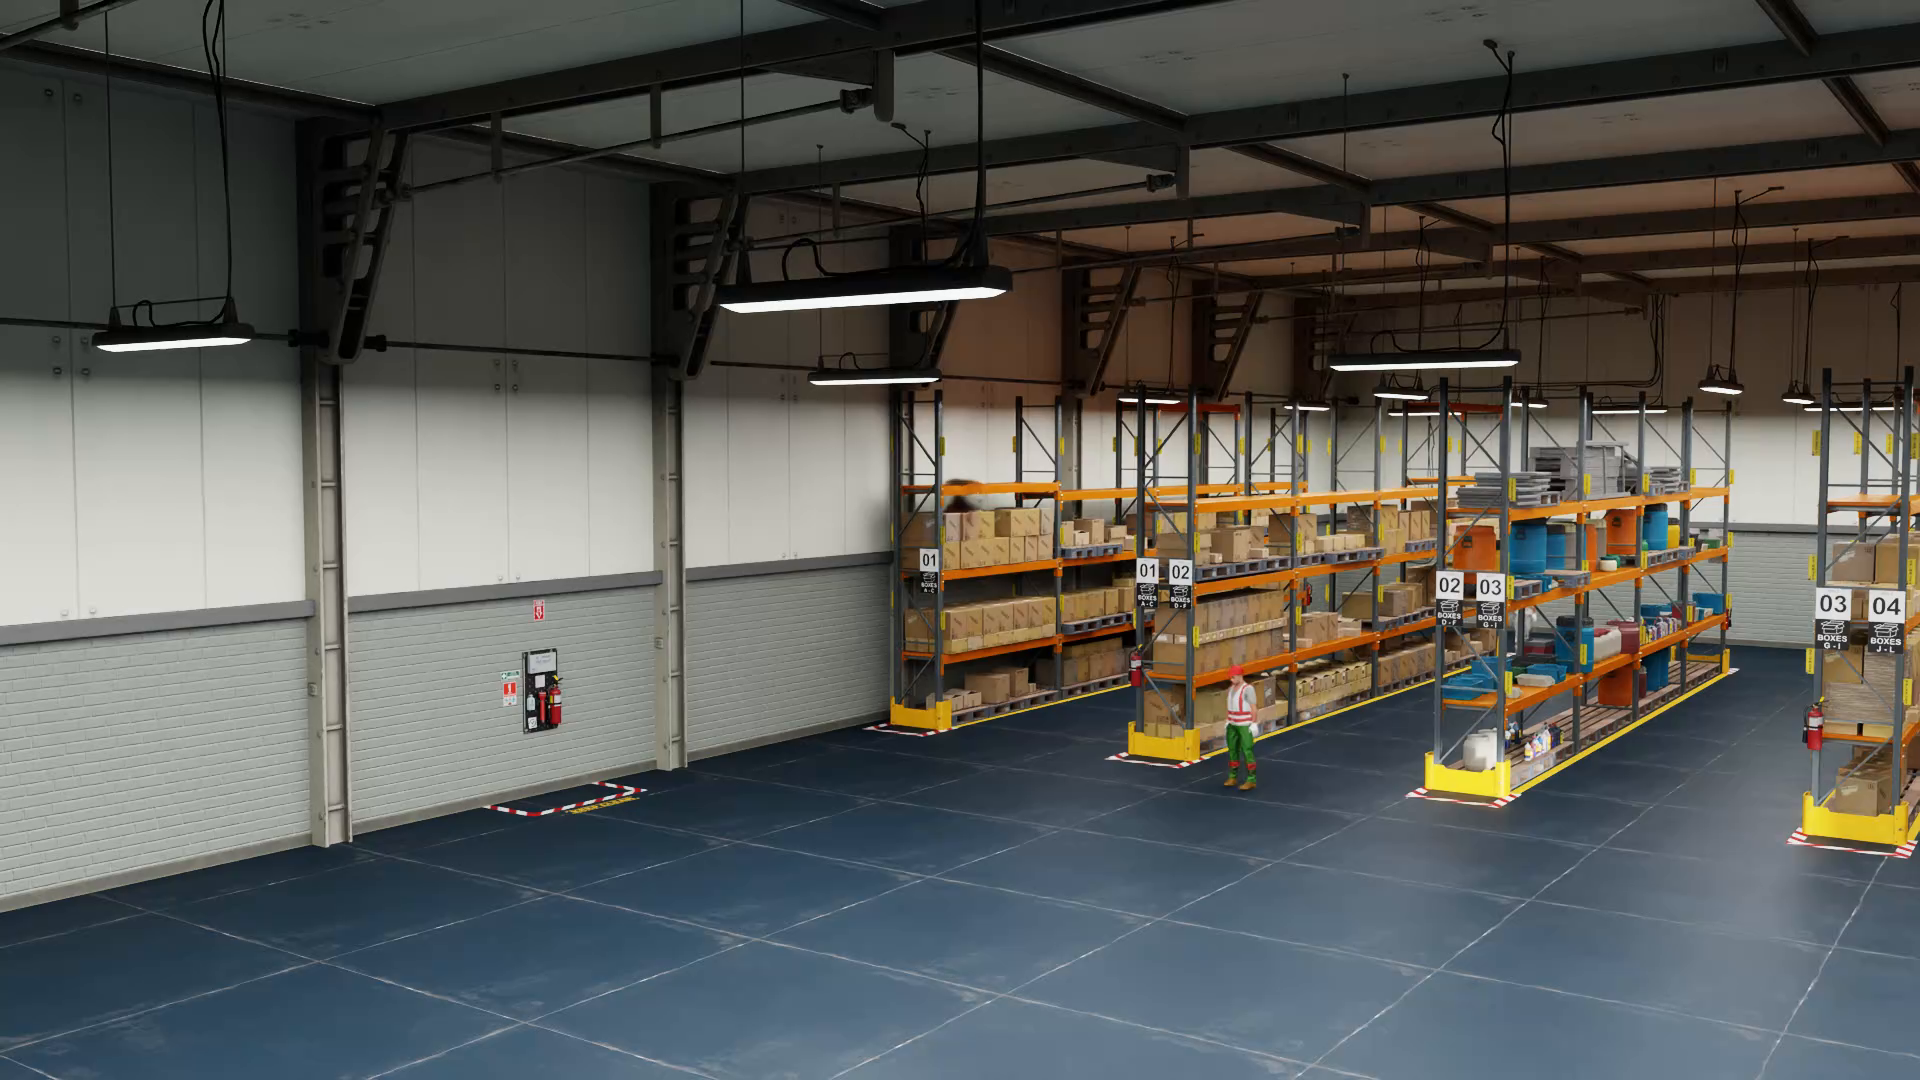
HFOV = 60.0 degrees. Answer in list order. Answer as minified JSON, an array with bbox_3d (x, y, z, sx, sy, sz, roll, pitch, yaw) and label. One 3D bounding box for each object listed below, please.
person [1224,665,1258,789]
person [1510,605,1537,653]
[{"bbox_3d":[4.097,2.729,24.431,0.407,1.784,0.628,-2,4,-33],"label":"person"},{"bbox_3d":[13.673,1.843,40.339,0.603,1.794,0.450,1,3,13],"label":"person"}]
